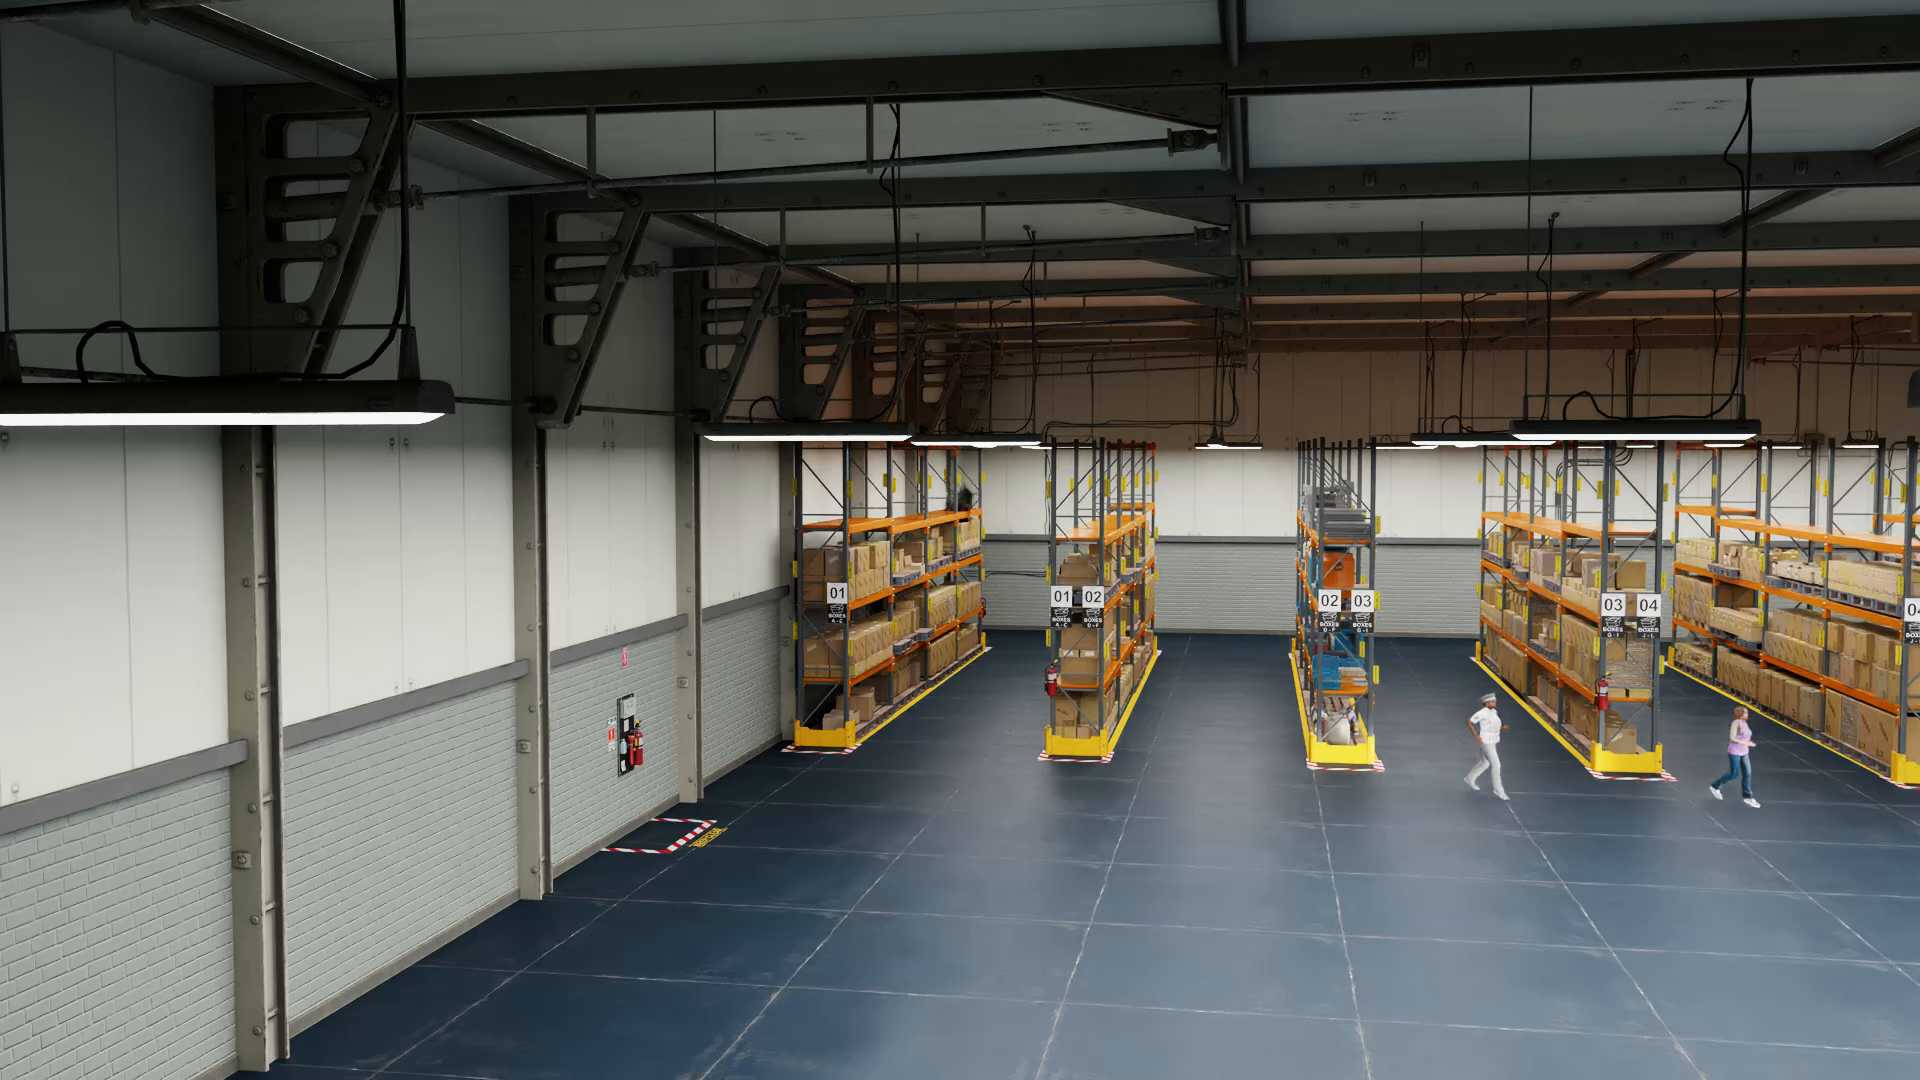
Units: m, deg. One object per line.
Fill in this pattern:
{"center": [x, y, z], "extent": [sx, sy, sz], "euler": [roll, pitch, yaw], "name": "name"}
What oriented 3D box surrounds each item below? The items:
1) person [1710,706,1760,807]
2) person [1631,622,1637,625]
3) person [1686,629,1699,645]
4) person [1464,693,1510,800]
{"center": [12.616, 3.536, 27.020], "extent": [0.562, 1.516, 0.783], "euler": [-3, 4, -40], "name": "person"}
{"center": [17.397, 2.568, 42.682], "extent": [0.647, 1.753, 0.668], "euler": [1, 3, 12], "name": "person"}
{"center": [20.193, 2.440, 45.804], "extent": [0.706, 1.766, 0.740], "euler": [-3, 4, -43], "name": "person"}
{"center": [8.787, 3.401, 27.674], "extent": [0.837, 1.736, 0.560], "euler": [3, 4, 42], "name": "person"}
